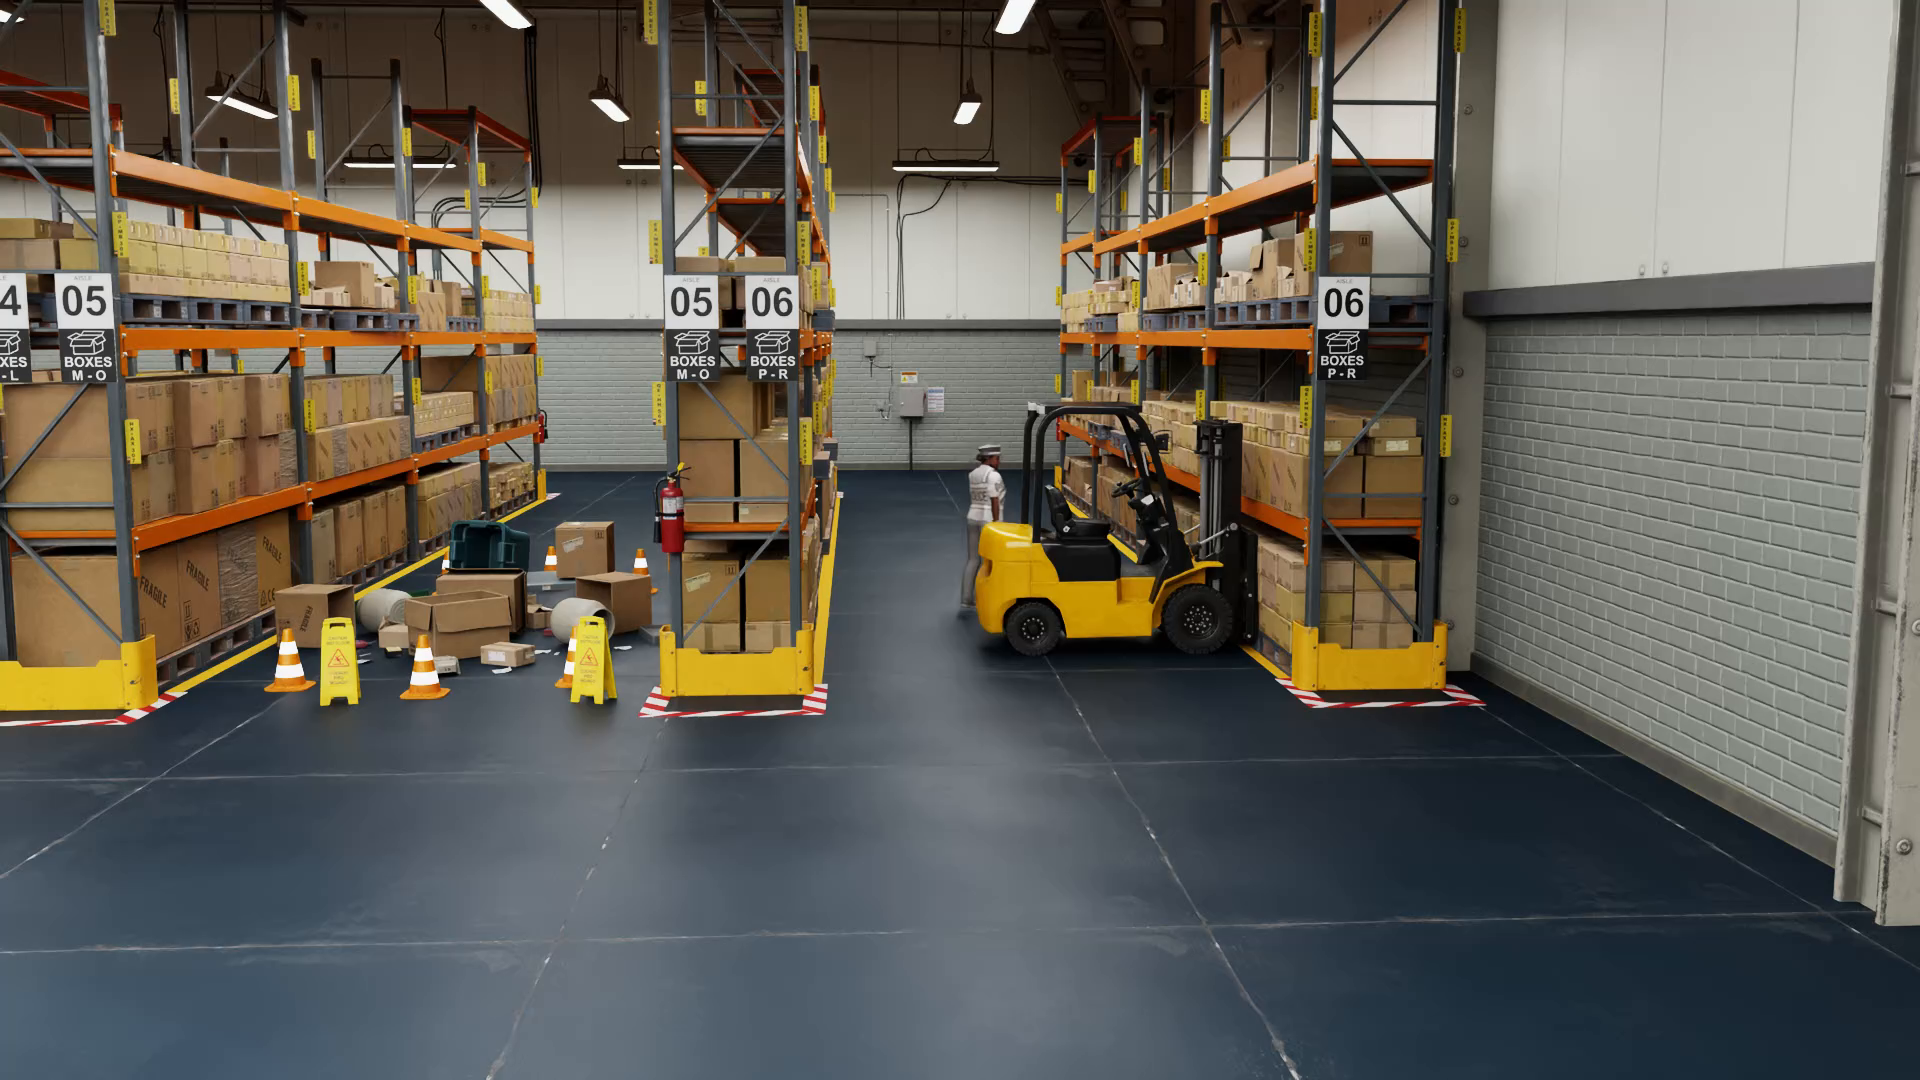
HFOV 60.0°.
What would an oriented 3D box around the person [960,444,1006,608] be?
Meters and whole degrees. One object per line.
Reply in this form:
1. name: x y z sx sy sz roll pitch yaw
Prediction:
1. person: 0.227 -0.096 16.703 0.541 1.716 0.477 -7 10 -44
